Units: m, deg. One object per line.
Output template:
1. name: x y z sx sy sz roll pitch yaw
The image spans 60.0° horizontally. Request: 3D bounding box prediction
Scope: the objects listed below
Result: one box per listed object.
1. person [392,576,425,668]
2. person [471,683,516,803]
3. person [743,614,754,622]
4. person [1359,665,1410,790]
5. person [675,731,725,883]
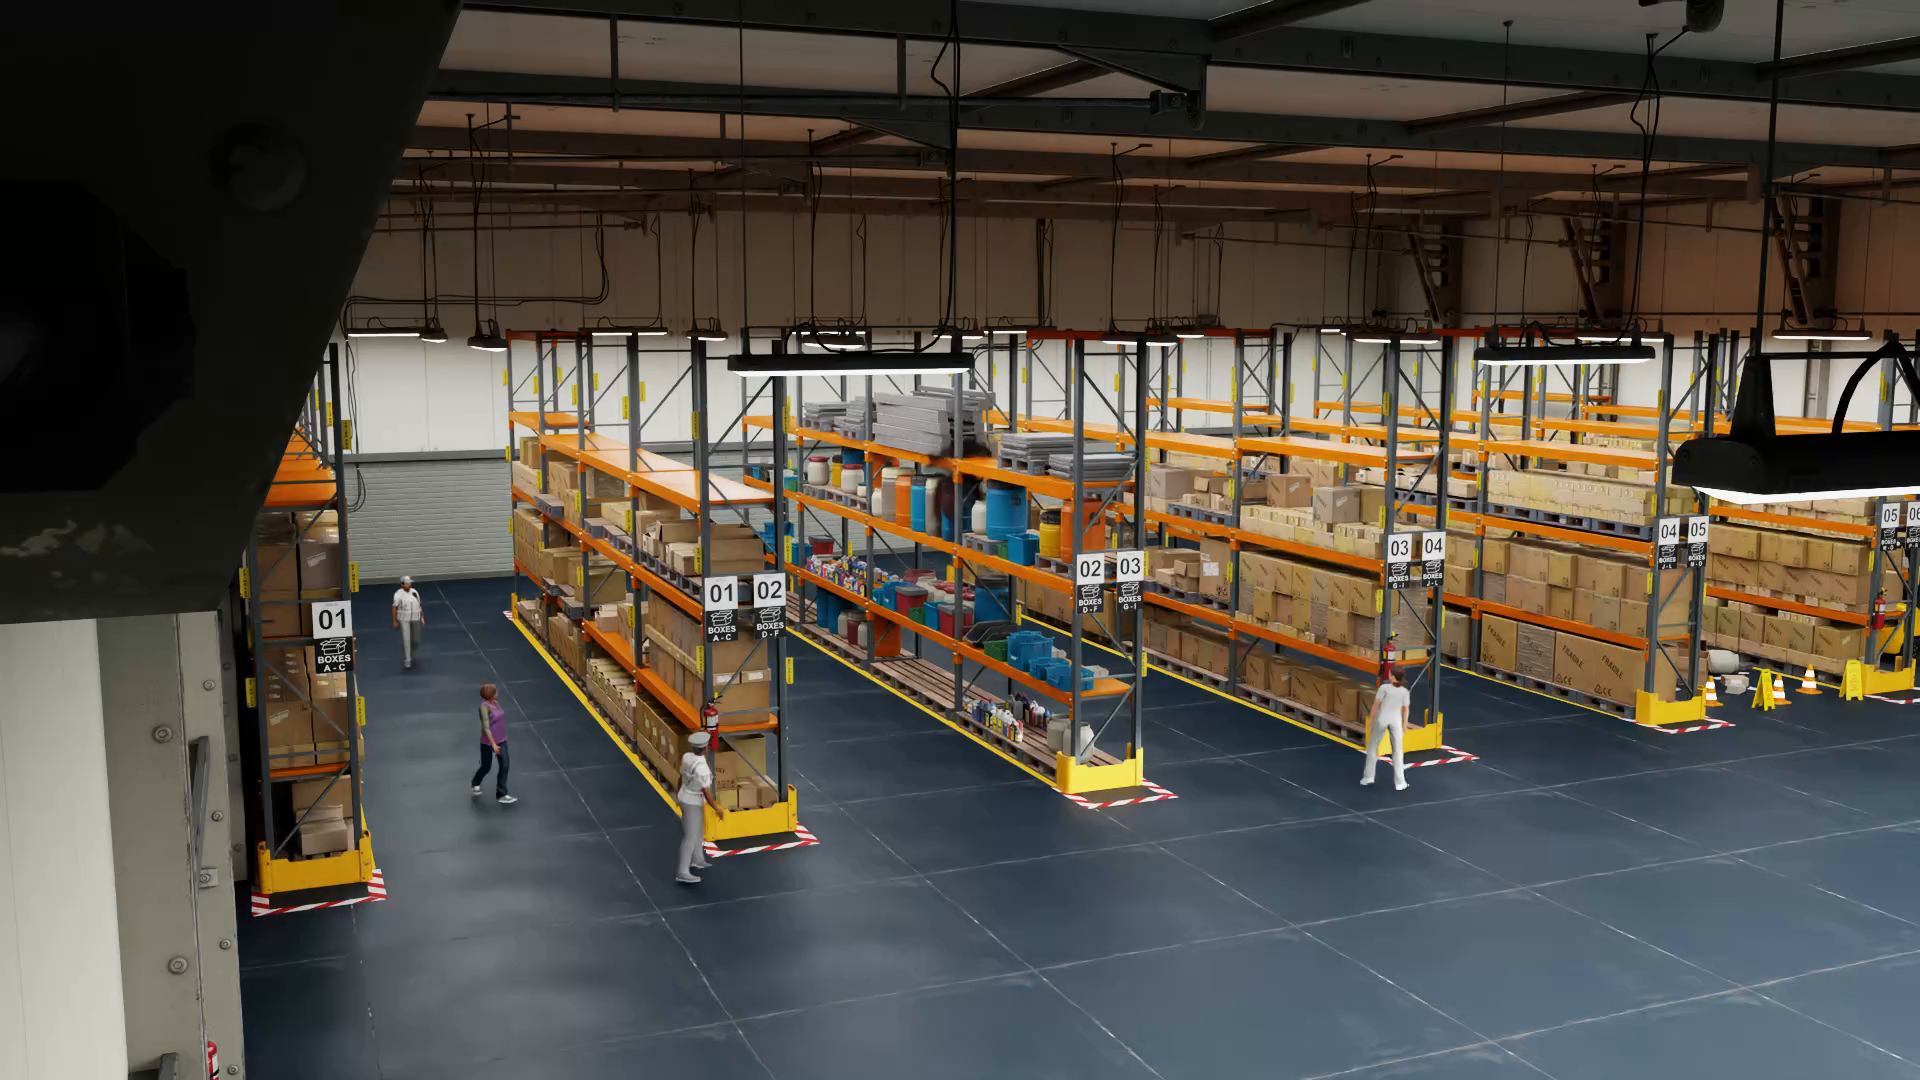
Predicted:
1. person: -9.990 1.441 30.082 0.540 1.615 0.952 -4 9 -28
2. person: -6.098 2.648 21.634 0.824 1.511 0.420 6 10 36
3. person: -4.068 1.079 32.184 0.639 1.784 0.465 -1 8 -7
4. person: 5.690 2.509 22.258 0.636 1.712 0.413 2 8 13
5. person: -2.986 2.990 18.757 0.558 1.698 0.620 -3 8 -21
